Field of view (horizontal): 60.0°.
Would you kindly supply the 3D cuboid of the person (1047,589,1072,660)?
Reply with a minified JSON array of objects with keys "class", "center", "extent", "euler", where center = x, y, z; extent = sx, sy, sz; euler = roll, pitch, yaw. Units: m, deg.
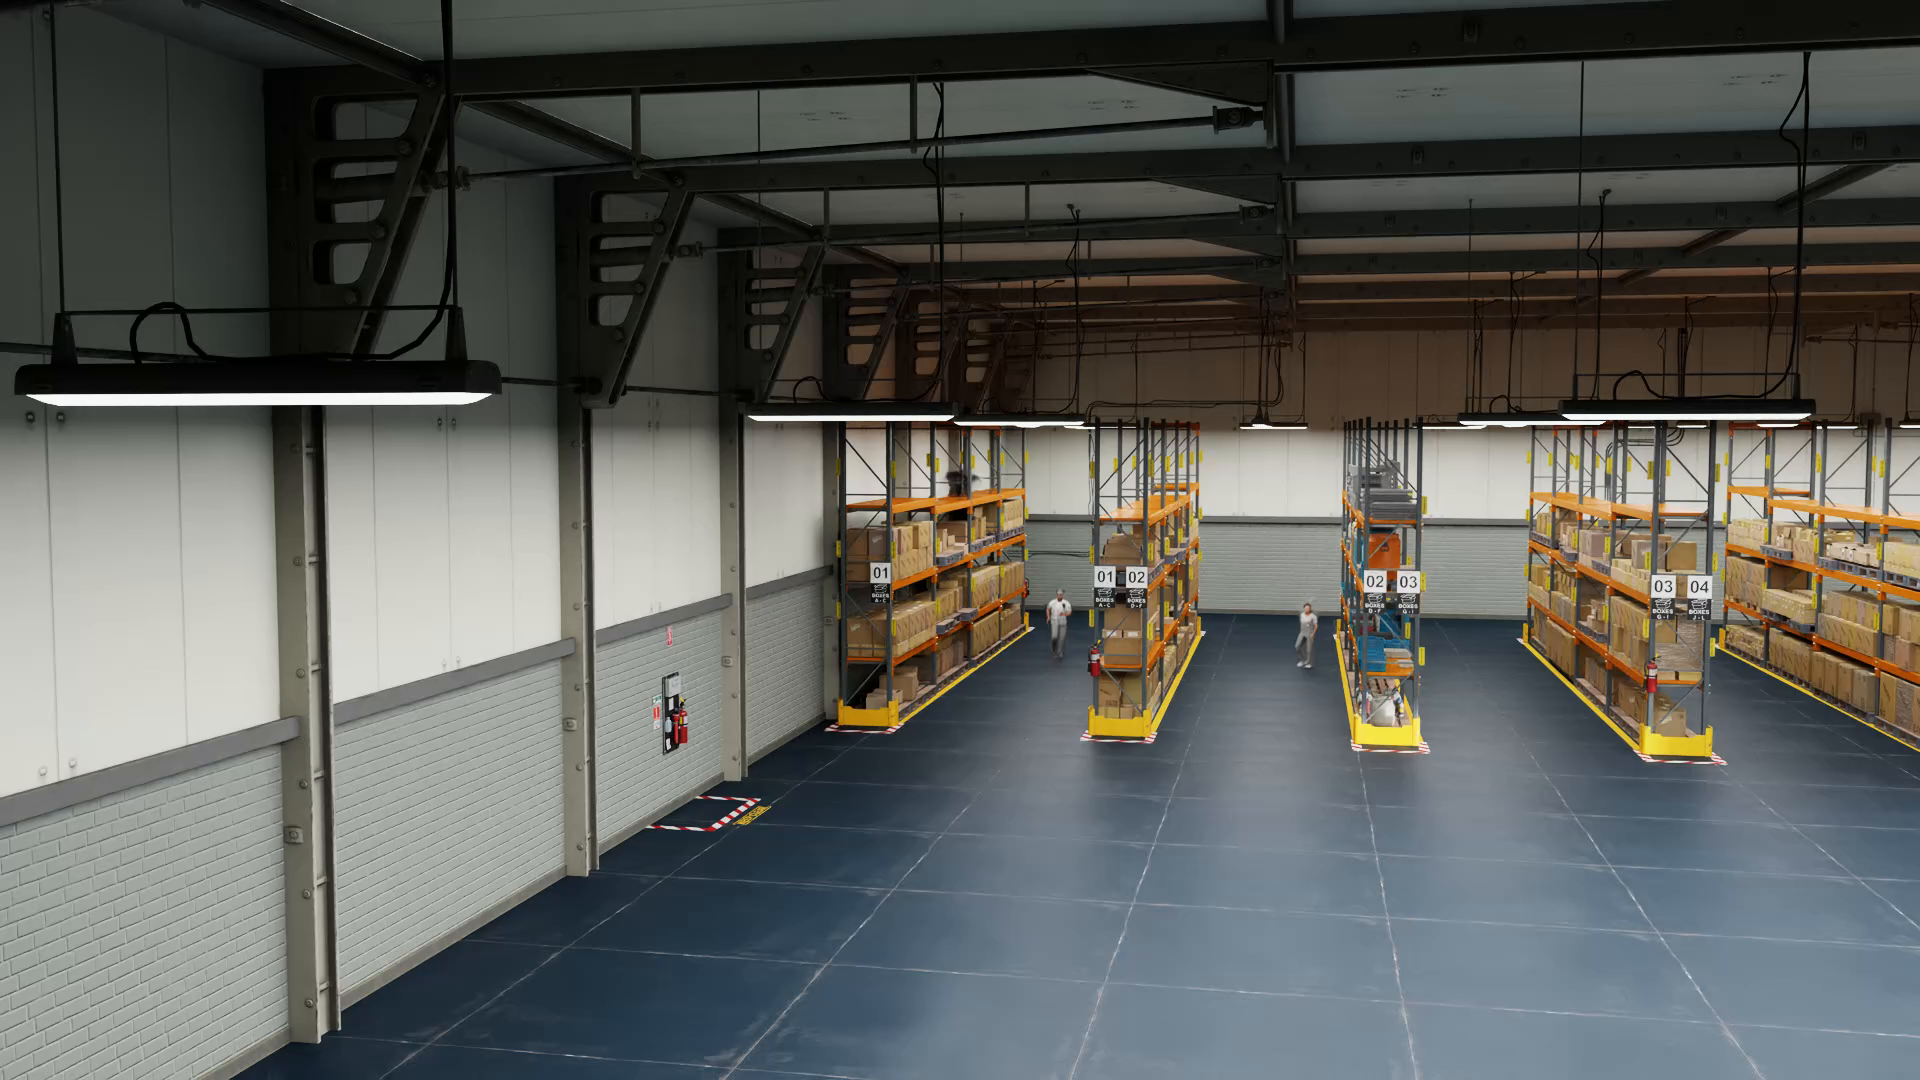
[{"class":"person","center":[2.496,2.132,41.862],"extent":[0.627,1.821,0.735],"euler":[0,4,2]}]

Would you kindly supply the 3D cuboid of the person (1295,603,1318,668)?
[{"class":"person","center":[8.393,2.299,40.101],"extent":[0.562,1.617,0.697],"euler":[2,4,34]}]
